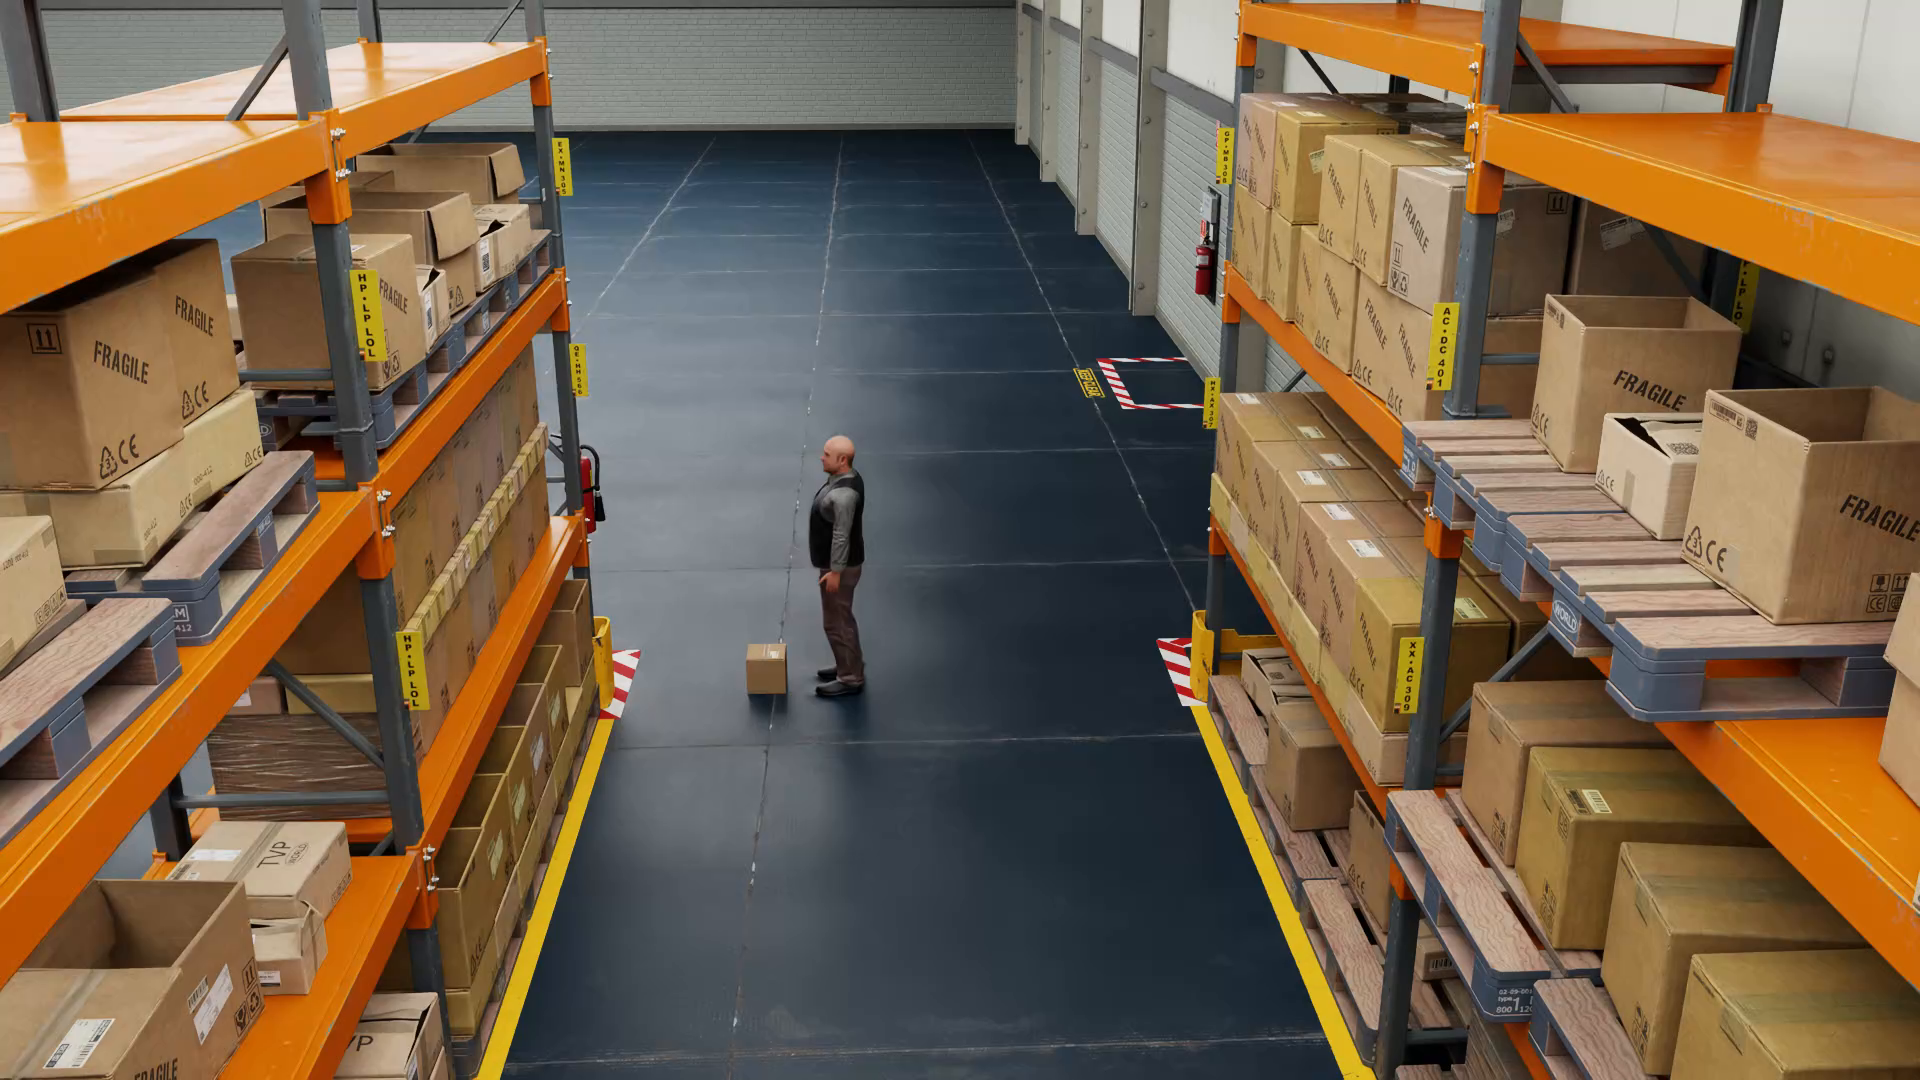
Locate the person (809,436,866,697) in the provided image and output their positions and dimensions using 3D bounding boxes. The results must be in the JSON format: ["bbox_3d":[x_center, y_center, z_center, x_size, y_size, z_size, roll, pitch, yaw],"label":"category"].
[{"bbox_3d":[-0.784,0.160,10.686,0.359,1.717,0.530,-1,20,-2],"label":"person"}]
